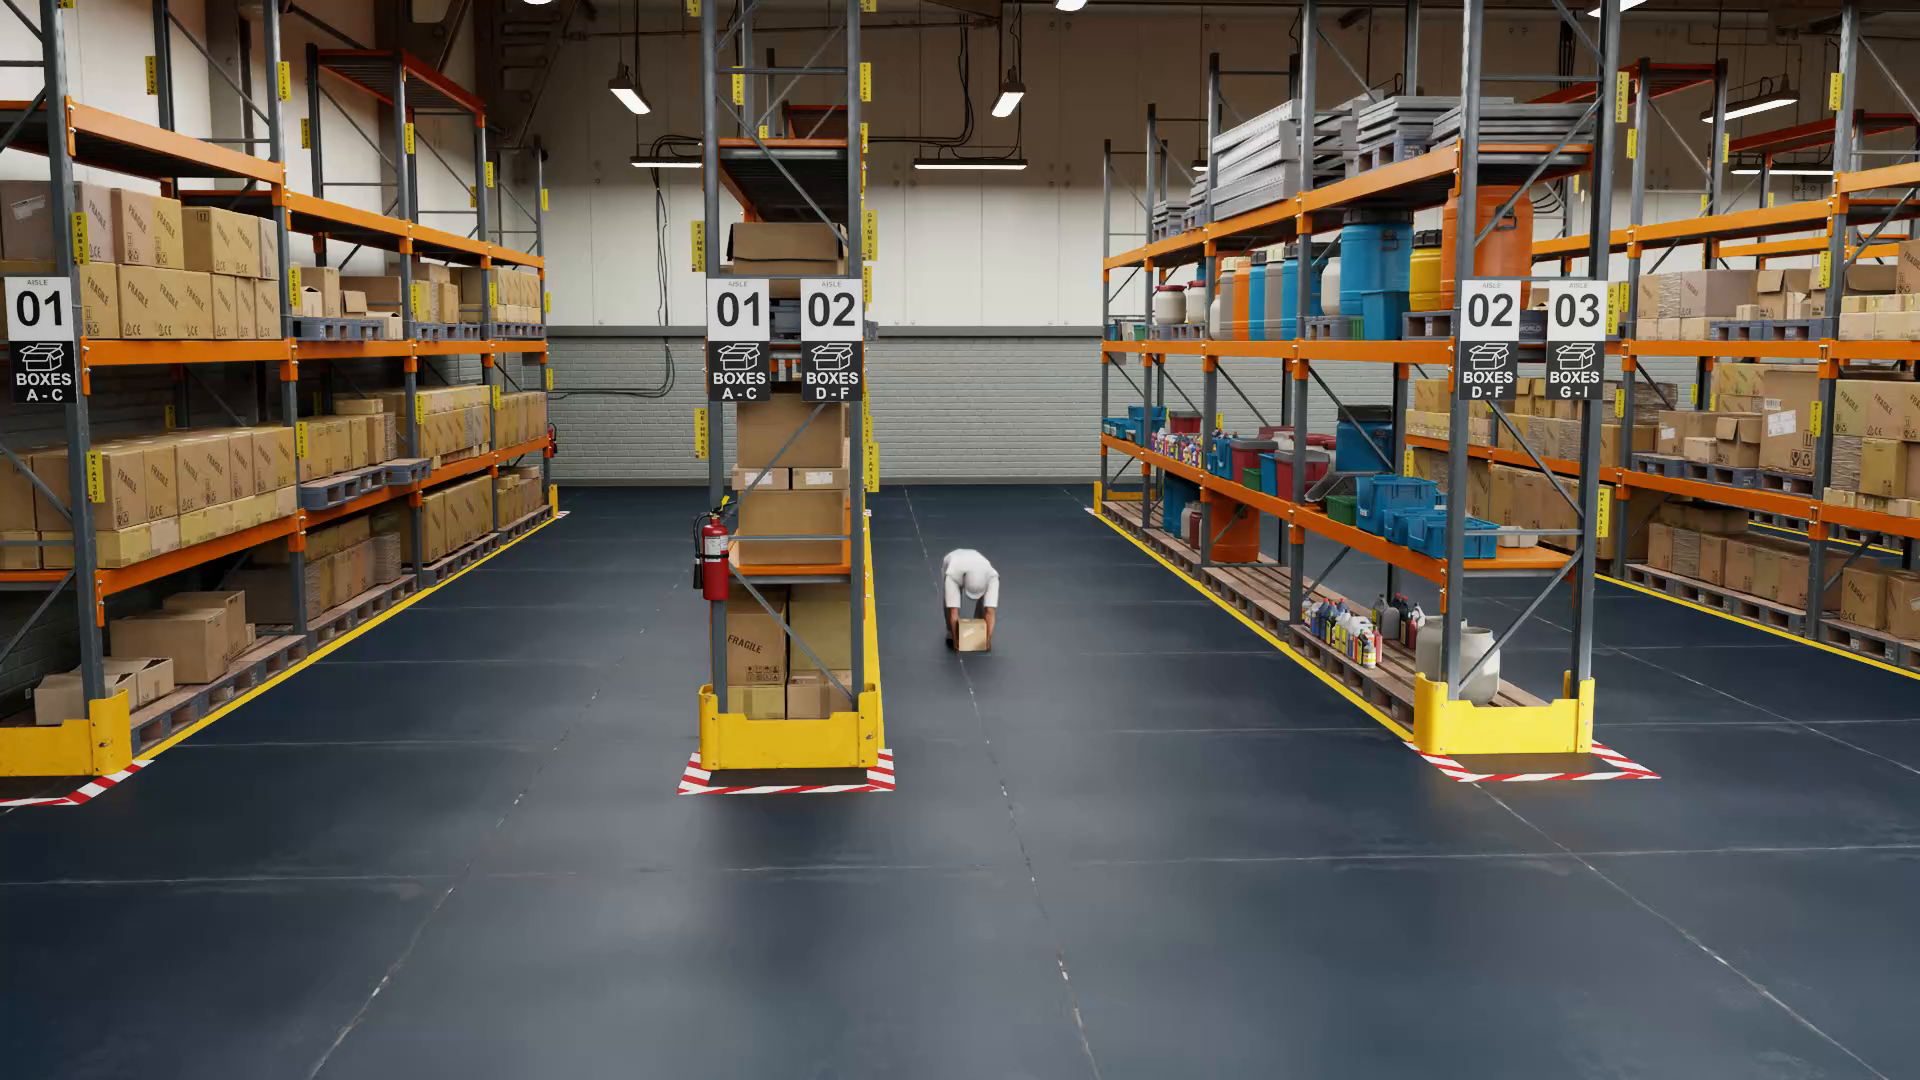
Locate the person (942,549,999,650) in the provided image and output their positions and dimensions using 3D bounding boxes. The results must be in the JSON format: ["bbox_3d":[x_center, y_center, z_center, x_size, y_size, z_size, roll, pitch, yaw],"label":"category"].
[{"bbox_3d":[0.093,0.541,15.514,0.515,0.874,0.979,-1,7,-6],"label":"person"}]
